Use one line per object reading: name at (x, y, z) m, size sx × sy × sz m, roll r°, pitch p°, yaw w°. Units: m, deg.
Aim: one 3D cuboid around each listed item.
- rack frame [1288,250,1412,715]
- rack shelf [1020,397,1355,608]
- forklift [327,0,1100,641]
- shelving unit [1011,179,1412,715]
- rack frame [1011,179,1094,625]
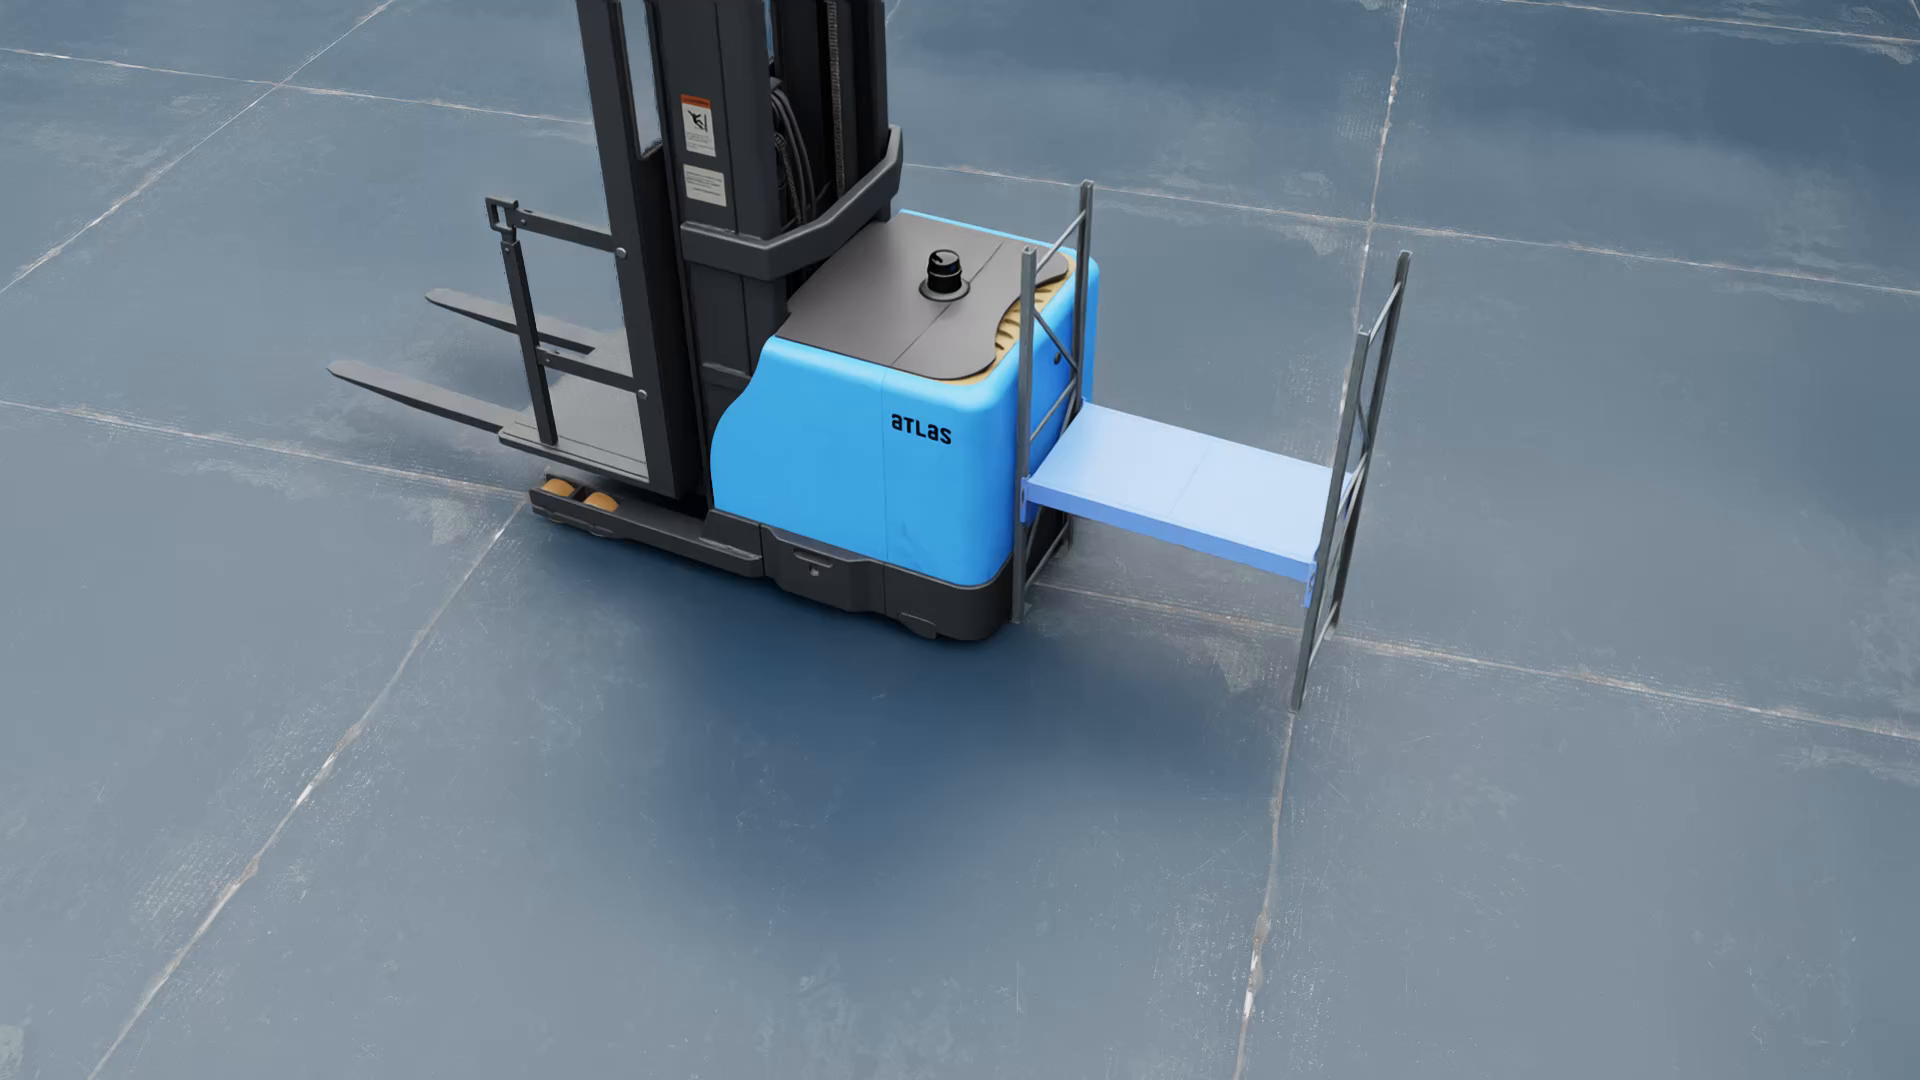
rack frame at (1.221, -0.140, 5.251) m, size 0.032 × 1.500 × 0.500 m, roll 17°, pitch 43°, yaw 19°
rack shelf at (0.762, -0.143, 5.534) m, size 1.000 × 0.185 × 0.538 m, roll 17°, pitch 43°, yaw 19°
forklift at (-1.058, -1.421, 5.663) m, size 3.031 × 2.935 × 1.130 m, roll 17°, pitch 43°, yaw 19°
shelving unit at (0.762, -0.281, 5.418) m, size 1.048 × 1.500 × 0.538 m, roll 17°, pitch 43°, yaw 19°
rack frame at (0.304, -0.422, 5.586) m, size 0.032 × 1.500 × 0.500 m, roll 17°, pitch 43°, yaw 19°
